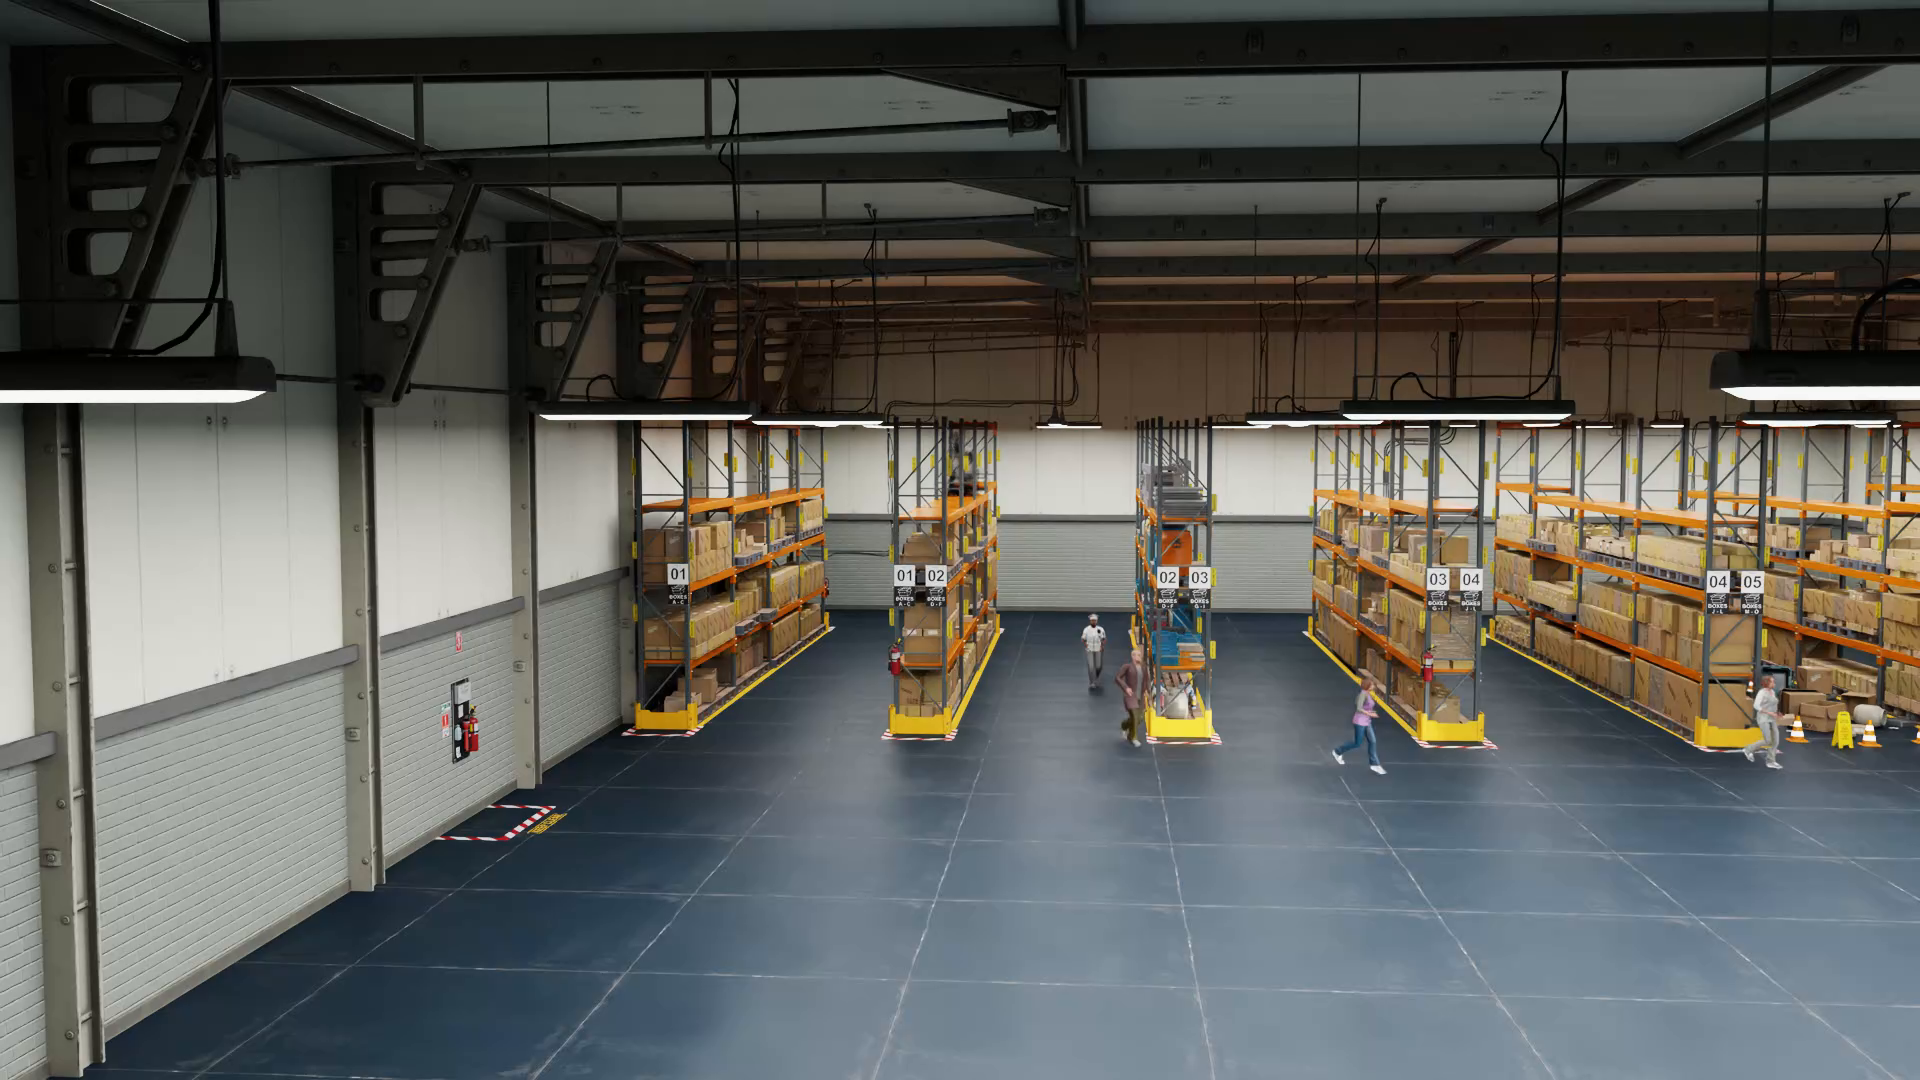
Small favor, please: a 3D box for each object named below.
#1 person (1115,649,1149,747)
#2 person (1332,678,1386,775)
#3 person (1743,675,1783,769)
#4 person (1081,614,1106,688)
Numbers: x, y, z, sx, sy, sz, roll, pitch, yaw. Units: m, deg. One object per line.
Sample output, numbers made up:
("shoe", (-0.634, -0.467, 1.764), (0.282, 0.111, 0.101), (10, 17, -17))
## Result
("person", (3.149, 2.867, 30.444), (0.734, 1.747, 0.694), (-2, 4, -33))
("person", (6.727, 3.103, 27.942), (0.923, 1.594, 0.564), (2, 4, 28))
("person", (13.722, 3.085, 28.353), (0.568, 1.572, 0.663), (-3, 5, -37))
("person", (2.985, 2.474, 37.060), (0.571, 1.653, 0.572), (0, 4, 3))
